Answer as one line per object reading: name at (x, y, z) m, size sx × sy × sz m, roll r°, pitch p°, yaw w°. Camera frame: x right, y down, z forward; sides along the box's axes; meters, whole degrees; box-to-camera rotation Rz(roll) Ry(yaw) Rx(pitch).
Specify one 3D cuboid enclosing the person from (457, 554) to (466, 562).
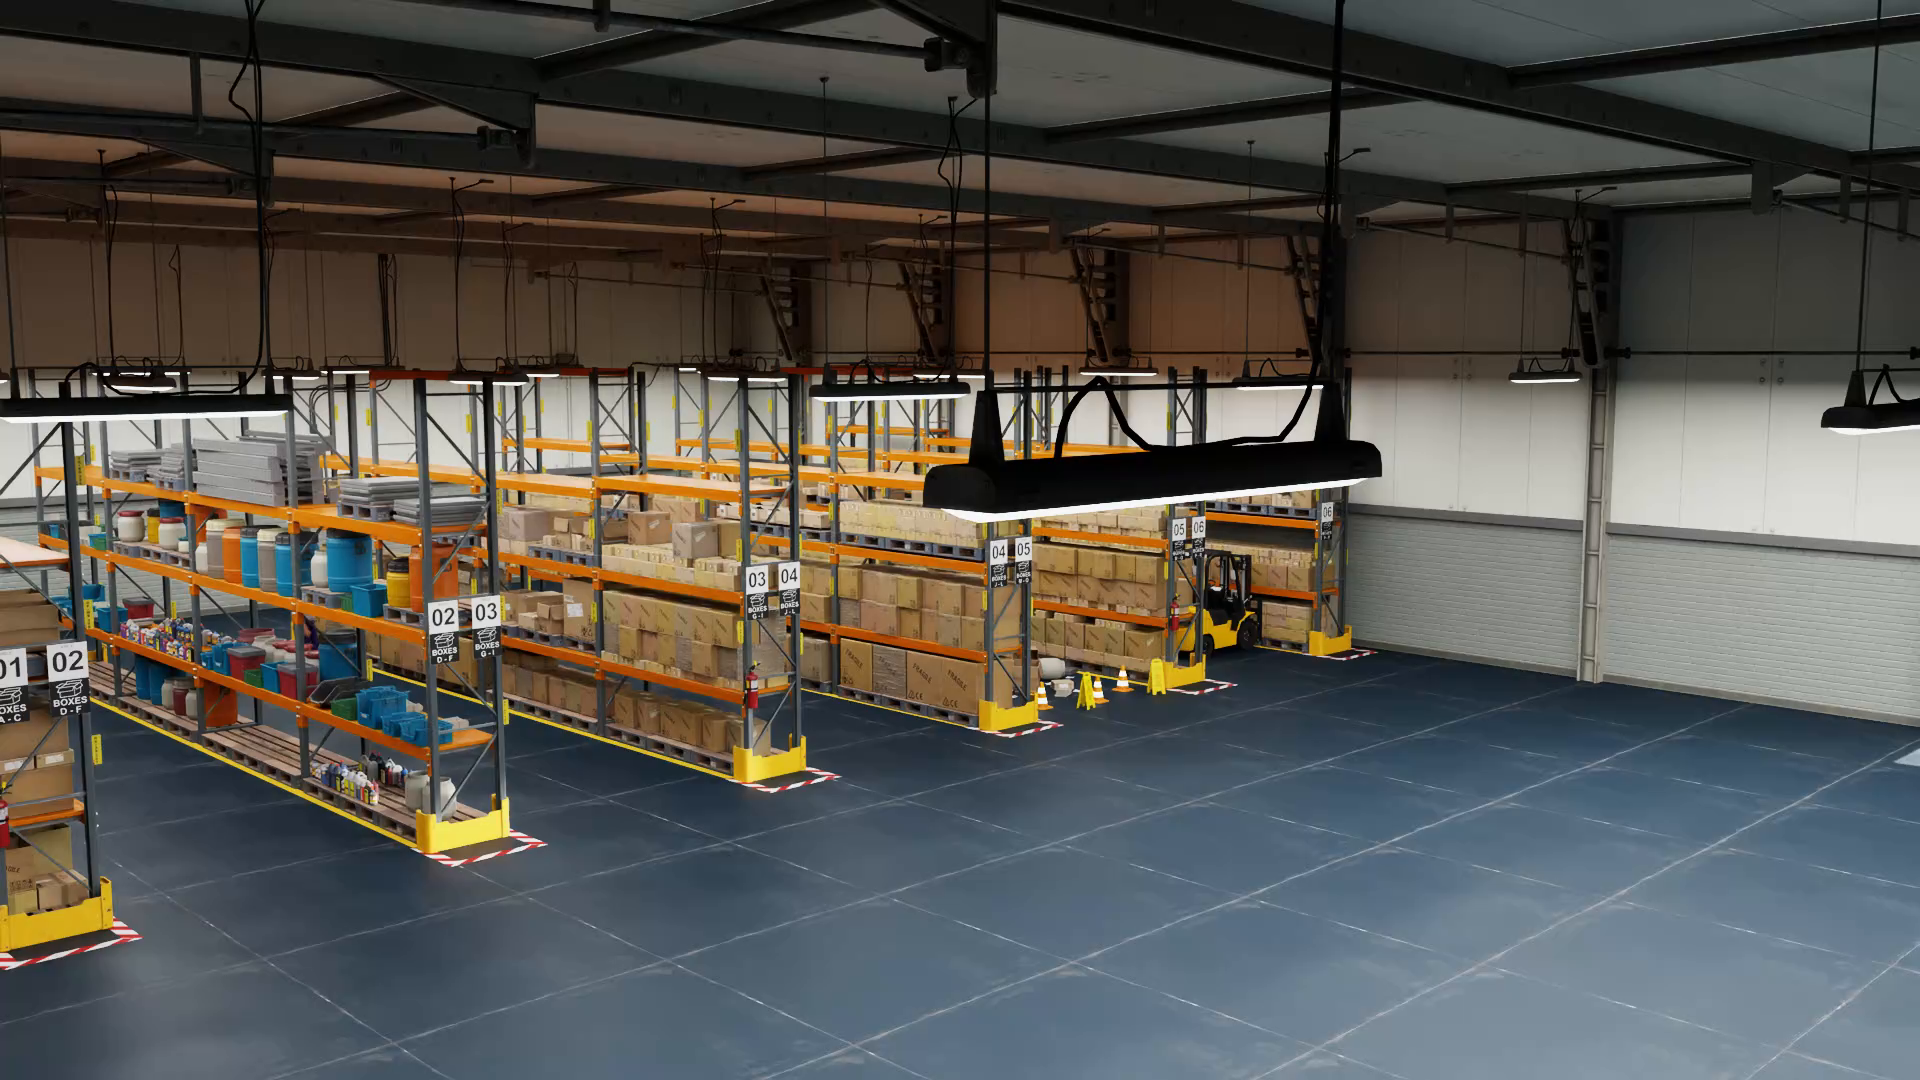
person at (-11.594, 1.123, 38.962) m, size 0.529 × 1.698 × 0.487 m, roll 2°, pitch 7°, yaw 15°

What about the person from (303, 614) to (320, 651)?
person at (-12.998, 1.803, 33.207) m, size 0.460 × 1.702 × 0.499 m, roll 2°, pitch 7°, yaw 13°
